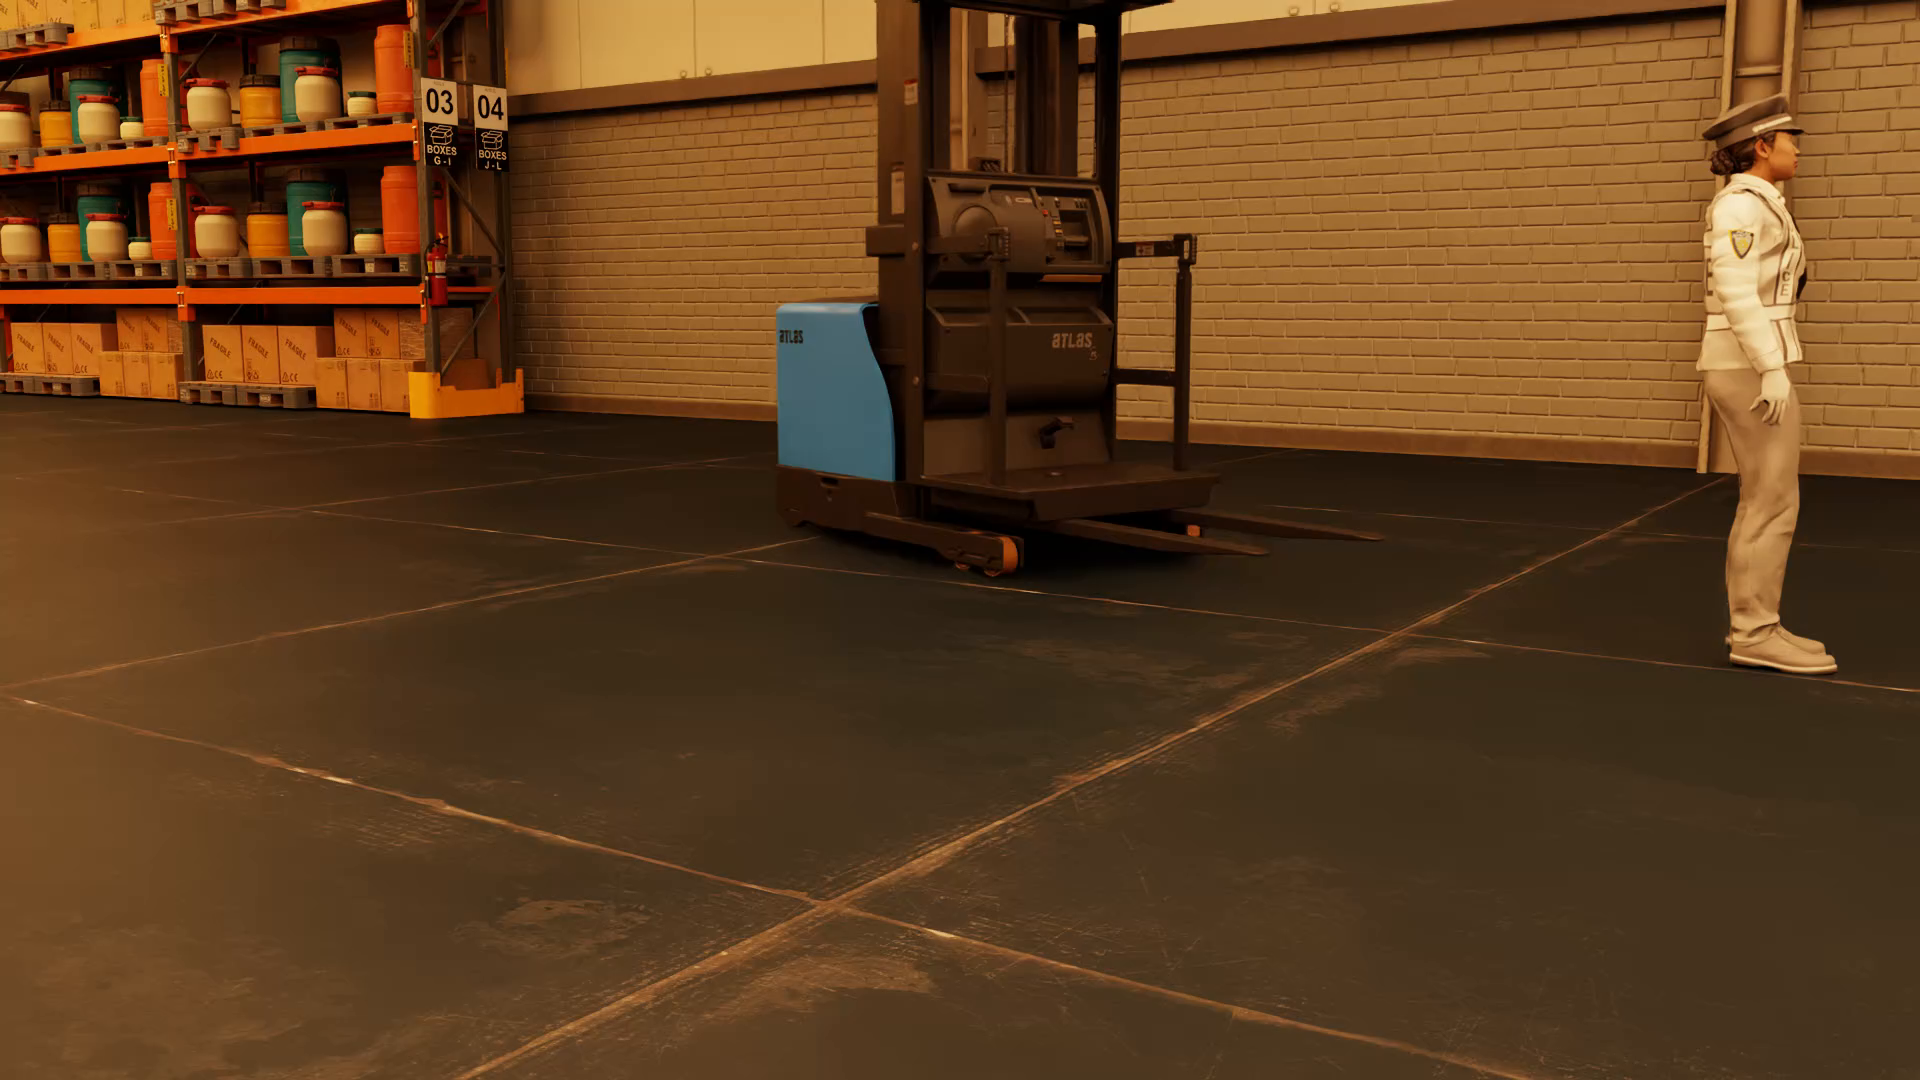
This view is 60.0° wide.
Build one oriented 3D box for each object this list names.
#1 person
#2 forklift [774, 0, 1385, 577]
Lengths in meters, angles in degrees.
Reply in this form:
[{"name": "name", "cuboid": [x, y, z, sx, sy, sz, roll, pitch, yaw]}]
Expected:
[{"name": "person", "cuboid": [2.429, -0.477, 4.994, 0.454, 1.709, 0.570, 4, 9, 24]}, {"name": "forklift", "cuboid": [0.390, -1.381, 6.905, 1.130, 2.935, 3.031, -6, 10, -36]}]
